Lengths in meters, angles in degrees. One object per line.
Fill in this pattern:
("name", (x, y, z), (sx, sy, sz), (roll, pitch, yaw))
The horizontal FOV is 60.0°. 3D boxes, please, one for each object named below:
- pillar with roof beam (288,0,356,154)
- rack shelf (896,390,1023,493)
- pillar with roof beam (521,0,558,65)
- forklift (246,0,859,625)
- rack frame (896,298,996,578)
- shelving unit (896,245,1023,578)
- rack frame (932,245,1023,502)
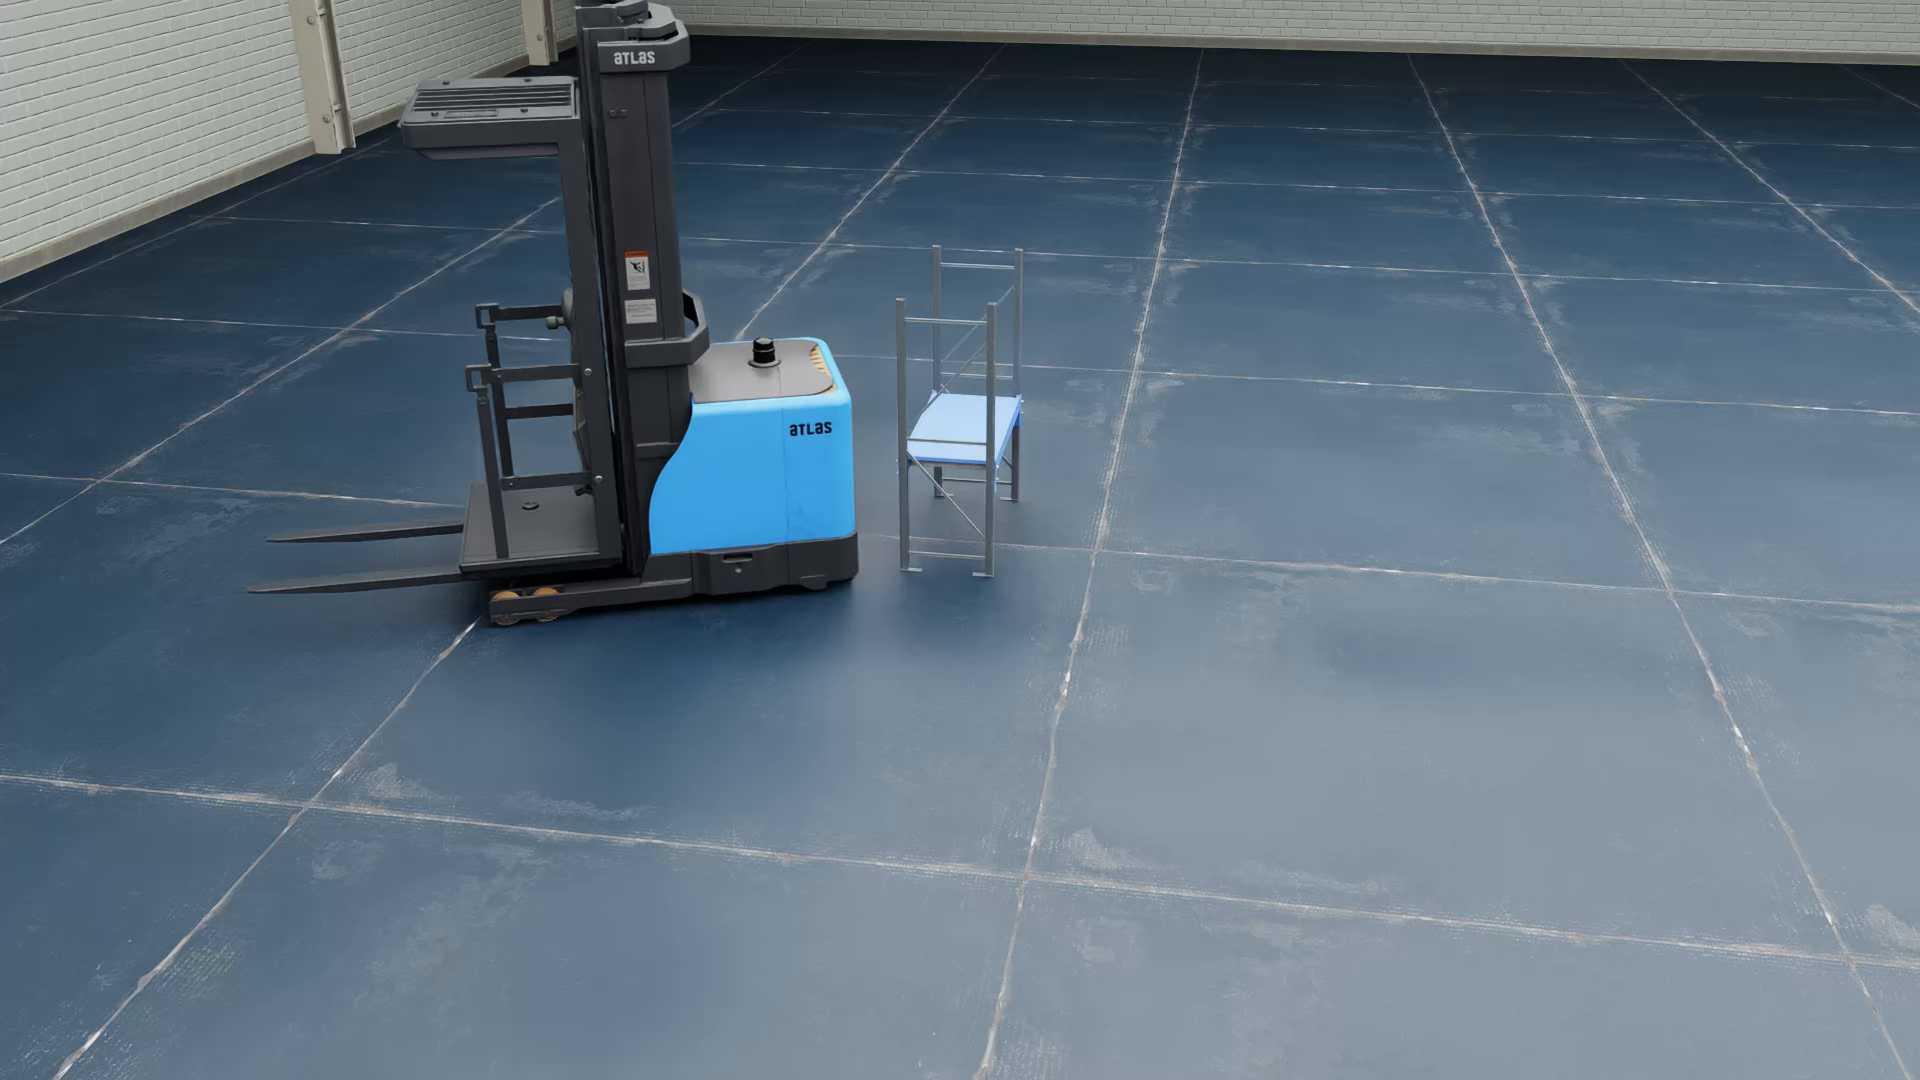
("pillar with roof beam", (-2.728, -8.129, 16.003), (9.100, 9.000, 0.400), (4, 25, 9))
("rack shelf", (0.014, -0.552, 9.085), (0.538, 0.185, 1.000), (4, 25, 9))
("pillar with roof beam", (-1.747, -10.639, 21.364), (9.100, 9.000, 0.400), (4, 25, 9))
("forklift", (-2.104, -1.145, 8.239), (3.031, 2.935, 1.130), (-5, 26, -11))
("rack frame", (-0.069, -0.502, 8.554), (0.500, 1.500, 0.032), (4, 25, 9))
("shelving unit", (0.014, -0.715, 9.008), (0.538, 1.500, 1.048), (4, 25, 9))
("rack frame", (0.097, -0.928, 9.462), (0.500, 1.500, 0.032), (4, 25, 9))
